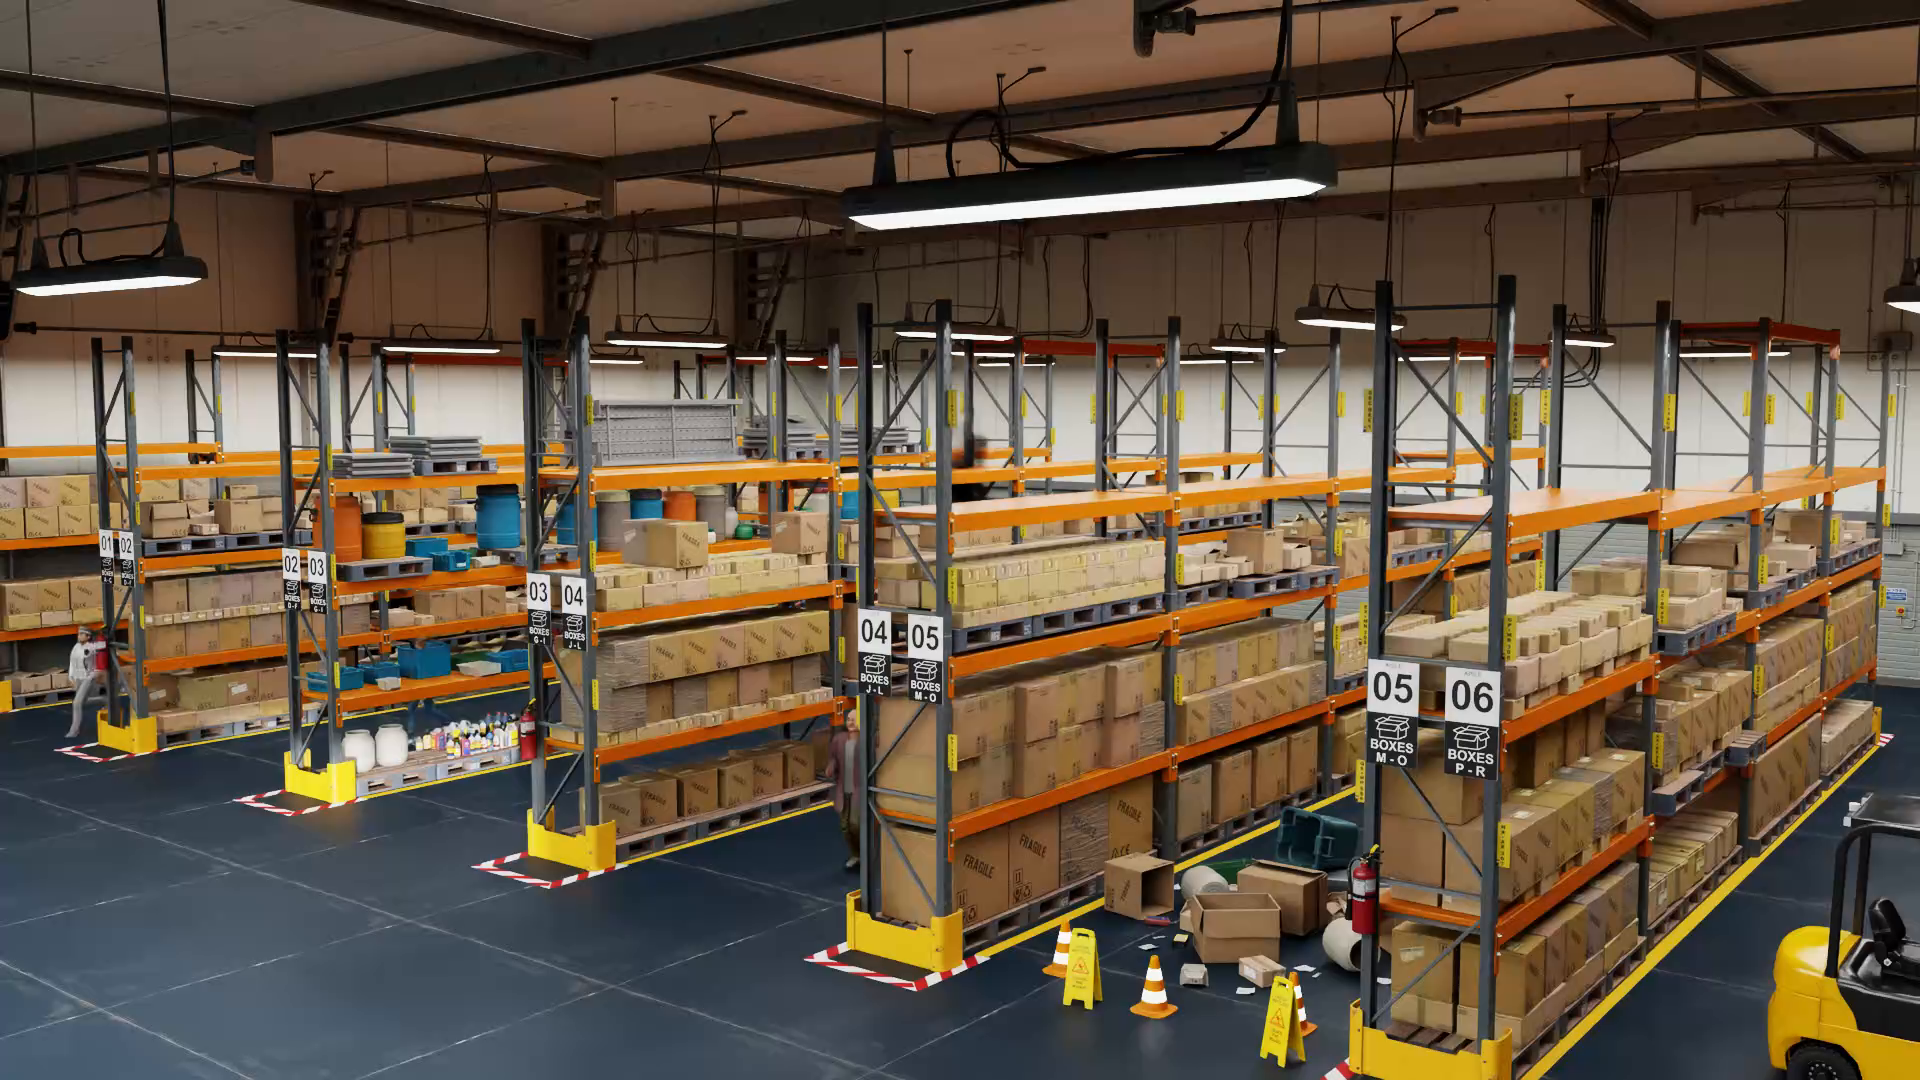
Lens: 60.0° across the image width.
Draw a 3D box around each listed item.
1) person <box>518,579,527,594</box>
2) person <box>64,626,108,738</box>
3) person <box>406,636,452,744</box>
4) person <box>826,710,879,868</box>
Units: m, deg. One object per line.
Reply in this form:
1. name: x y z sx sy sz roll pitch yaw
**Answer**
1. person: -8.546 1.363 33.482 0.634 1.830 0.713 3 6 30
2. person: -13.382 2.141 25.508 0.602 1.685 0.943 2 5 23
3. person: -7.942 2.210 24.596 0.537 1.585 0.894 4 6 37
4. person: -1.167 2.720 18.031 0.697 1.741 0.639 2 5 22
